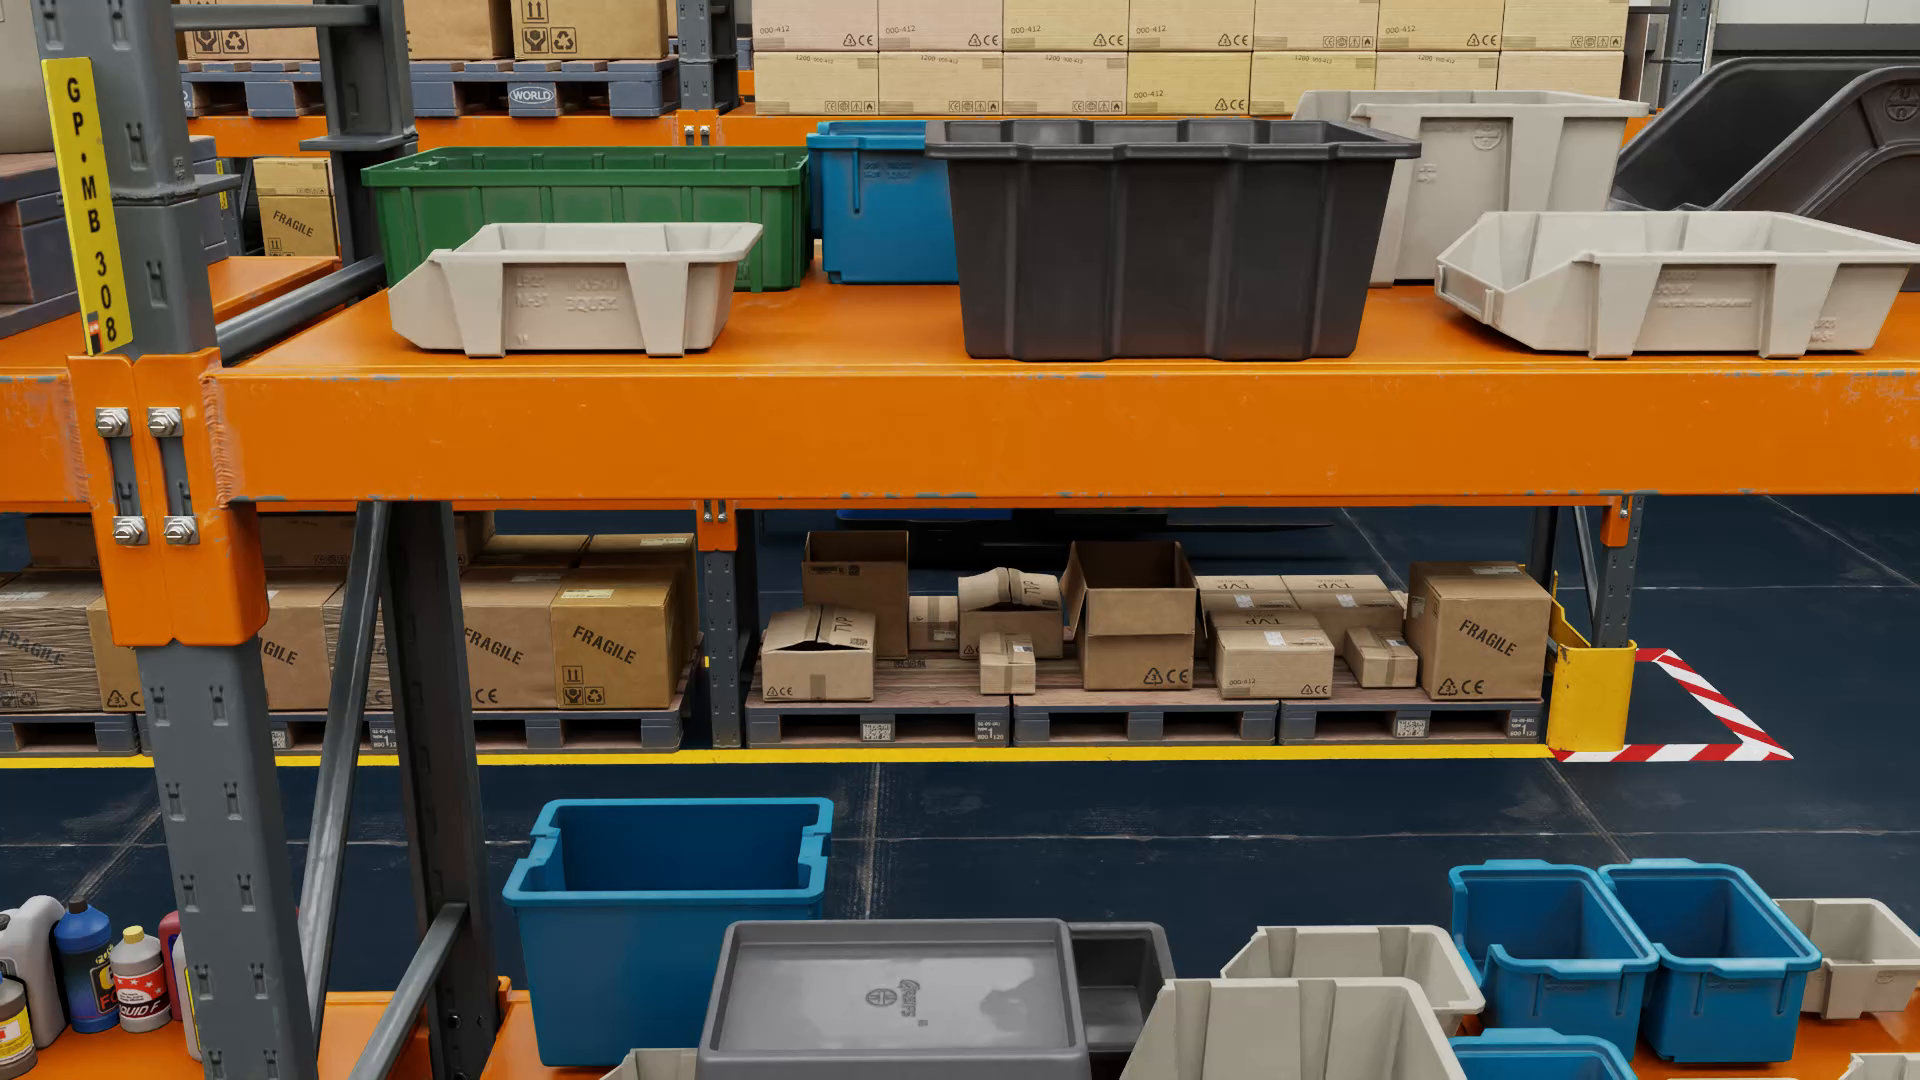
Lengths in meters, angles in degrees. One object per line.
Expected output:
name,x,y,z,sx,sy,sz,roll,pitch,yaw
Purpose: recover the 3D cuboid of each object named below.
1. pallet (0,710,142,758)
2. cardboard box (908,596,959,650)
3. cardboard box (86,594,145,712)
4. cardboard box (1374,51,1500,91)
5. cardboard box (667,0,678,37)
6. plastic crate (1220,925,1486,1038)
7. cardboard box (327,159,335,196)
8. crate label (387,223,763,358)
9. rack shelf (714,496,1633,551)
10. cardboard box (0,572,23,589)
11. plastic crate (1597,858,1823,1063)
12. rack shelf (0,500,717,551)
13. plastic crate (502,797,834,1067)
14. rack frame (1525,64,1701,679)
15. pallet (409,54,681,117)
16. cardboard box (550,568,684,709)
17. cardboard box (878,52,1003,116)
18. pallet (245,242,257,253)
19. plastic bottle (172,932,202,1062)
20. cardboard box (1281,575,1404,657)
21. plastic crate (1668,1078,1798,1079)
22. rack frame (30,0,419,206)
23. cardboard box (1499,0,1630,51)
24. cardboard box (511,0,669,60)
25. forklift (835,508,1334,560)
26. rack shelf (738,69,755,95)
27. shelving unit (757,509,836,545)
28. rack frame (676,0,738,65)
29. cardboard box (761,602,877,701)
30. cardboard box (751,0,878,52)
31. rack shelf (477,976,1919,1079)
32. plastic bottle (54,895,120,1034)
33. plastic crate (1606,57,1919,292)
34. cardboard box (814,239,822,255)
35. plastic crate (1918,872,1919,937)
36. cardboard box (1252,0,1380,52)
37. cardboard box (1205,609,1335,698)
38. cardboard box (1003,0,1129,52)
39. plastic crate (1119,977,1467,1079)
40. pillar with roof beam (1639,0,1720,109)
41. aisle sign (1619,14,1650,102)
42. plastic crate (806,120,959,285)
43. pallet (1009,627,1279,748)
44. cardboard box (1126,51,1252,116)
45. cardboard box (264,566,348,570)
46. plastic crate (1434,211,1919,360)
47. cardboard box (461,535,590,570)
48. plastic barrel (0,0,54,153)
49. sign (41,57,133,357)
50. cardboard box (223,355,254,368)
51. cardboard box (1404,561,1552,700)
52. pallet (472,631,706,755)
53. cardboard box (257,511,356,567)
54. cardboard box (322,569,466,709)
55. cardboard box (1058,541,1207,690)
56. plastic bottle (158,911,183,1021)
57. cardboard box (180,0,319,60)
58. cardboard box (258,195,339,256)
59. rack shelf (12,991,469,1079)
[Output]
pallet,-4.323,0.729,7.930,1.213,0.211,1.003,0,18,-1
cardboard box,-0.131,0.412,8.299,0.250,0.149,0.380,0,18,-1
cardboard box,-3.586,0.454,7.594,0.500,0.500,0.500,-1,18,-2
cardboard box,1.919,-1.920,6.958,0.500,0.250,0.500,0,18,-1
cardboard box,-2.034,-3.854,11.856,0.500,0.500,0.700,-1,18,-4
plastic crate,0.740,0.883,3.217,0.466,0.136,0.293,0,18,-1
cardboard box,-4.157,-2.602,11.837,0.500,0.250,0.500,-1,18,-2
crate label,-0.502,-0.330,2.188,0.466,0.136,0.293,0,18,-1
rack shelf,0.929,-0.293,7.729,4.000,0.370,1.077,0,18,-1
cardboard box,-4.611,0.459,7.578,0.500,0.500,0.500,0,18,1
plastic crate,1.435,0.825,3.240,0.300,0.233,0.416,0,18,-1
rack shelf,-3.070,-0.274,7.669,4.000,0.370,1.077,0,18,-1
plastic crate,-0.535,0.759,3.198,0.575,0.384,0.392,0,18,-1
rack frame,2.929,-0.646,7.649,0.127,3.000,1.000,0,18,-1
pallet,-1.724,-1.983,7.217,1.003,0.211,1.213,0,18,-1
cardboard box,-1.560,0.444,7.624,0.500,0.500,0.500,0,18,-1
cardboard box,-0.081,-1.911,6.929,0.500,0.250,0.500,0,18,-1
pallet,-5.863,-1.993,12.163,1.003,0.211,1.213,0,18,-1
plastic bottle,-1.394,0.813,3.183,0.185,0.351,0.144,0,18,-1
cardboard box,1.881,0.373,8.257,0.500,0.250,0.500,0,18,-1
plastic crate,1.327,1.036,2.740,0.250,0.136,0.298,0,18,-1
rack frame,-0.996,-1.970,1.957,0.127,3.000,1.000,0,18,-1
cardboard box,2.419,-2.160,6.887,0.500,0.250,0.500,0,18,-1
cardboard box,-1.575,-2.370,7.099,0.600,0.600,0.600,-2,18,-6
forklift,0.763,-1.379,10.047,3.031,2.935,1.130,0,18,0
rack shelf,-3.152,-3.215,11.927,4.000,0.370,1.077,0,18,-1
shelving unit,-1.016,-0.574,10.373,0.503,1.200,0.258,0,18,0
rack frame,-1.071,-3.483,6.673,0.127,3.000,1.000,0,18,-1
cardboard box,-0.648,0.509,7.733,0.500,0.311,0.500,0,18,-1
cardboard box,-0.581,-2.148,6.848,0.500,0.250,0.500,0,18,-1
rack shelf,1.004,1.219,3.013,4.000,0.370,1.077,0,18,-1
plastic bottle,-1.715,0.827,3.271,0.097,0.271,0.097,0,18,0
plastic crate,1.471,-0.608,2.723,0.767,0.338,0.504,0,18,-1
cardboard box,-0.595,-1.066,7.160,0.500,0.500,0.500,0,18,1
plastic crate,2.093,0.822,3.250,0.300,0.233,0.416,0,18,-1
cardboard box,1.419,-2.156,6.876,0.500,0.250,0.500,0,18,-1
cardboard box,1.439,0.527,7.774,0.500,0.250,0.500,0,18,-1
cardboard box,0.420,-2.150,6.854,0.500,0.250,0.500,0,18,-1
plastic crate,0.533,0.963,2.730,0.530,0.282,0.437,0,18,-1
pillar with roof beam,5.601,-3.978,8.215,0.400,9.000,9.100,0,18,-1
aisle sign,2.992,-1.973,7.533,0.004,0.787,0.394,0,18,-1
plastic crate,-0.091,-0.564,2.758,0.300,0.233,0.416,0,18,-1
pallet,0.839,0.692,8.046,1.213,0.211,1.003,0,18,-1
cardboard box,0.919,-1.917,6.946,0.500,0.250,0.500,0,18,-1
cardboard box,-3.097,0.291,8.103,0.500,0.500,0.500,-1,18,-3
plastic crate,0.941,-0.350,2.248,0.530,0.136,0.437,0,18,-1
cardboard box,-2.091,0.288,8.110,0.500,0.500,0.500,0,18,0
plastic barrel,-1.526,-0.880,2.561,0.433,0.535,0.433,0,18,0
sign,-0.989,-0.378,1.890,0.005,0.325,0.100,0,18,-1
cardboard box,-3.525,-0.838,7.398,0.500,0.500,0.700,3,18,10
cardboard box,2.389,0.413,7.721,0.500,0.500,0.500,0,18,-1
pallet,-1.883,0.717,7.967,1.213,0.211,1.003,0,18,-1
cardboard box,-3.060,-0.067,7.991,0.500,0.250,0.500,-1,18,-2
cardboard box,-2.555,0.446,7.617,0.500,0.500,0.500,0,18,0
cardboard box,0.808,0.342,7.937,0.637,0.503,0.797,0,18,-1
plastic bottle,-1.503,0.814,3.290,0.133,0.283,0.061,0,18,-1
cardboard box,-2.909,-2.363,7.076,0.600,0.600,0.600,-1,18,-3
cardboard box,-4.662,-2.243,11.945,0.500,0.500,0.500,0,18,1
rack shelf,-2.996,1.239,2.953,4.000,0.370,1.077,0,18,-1
